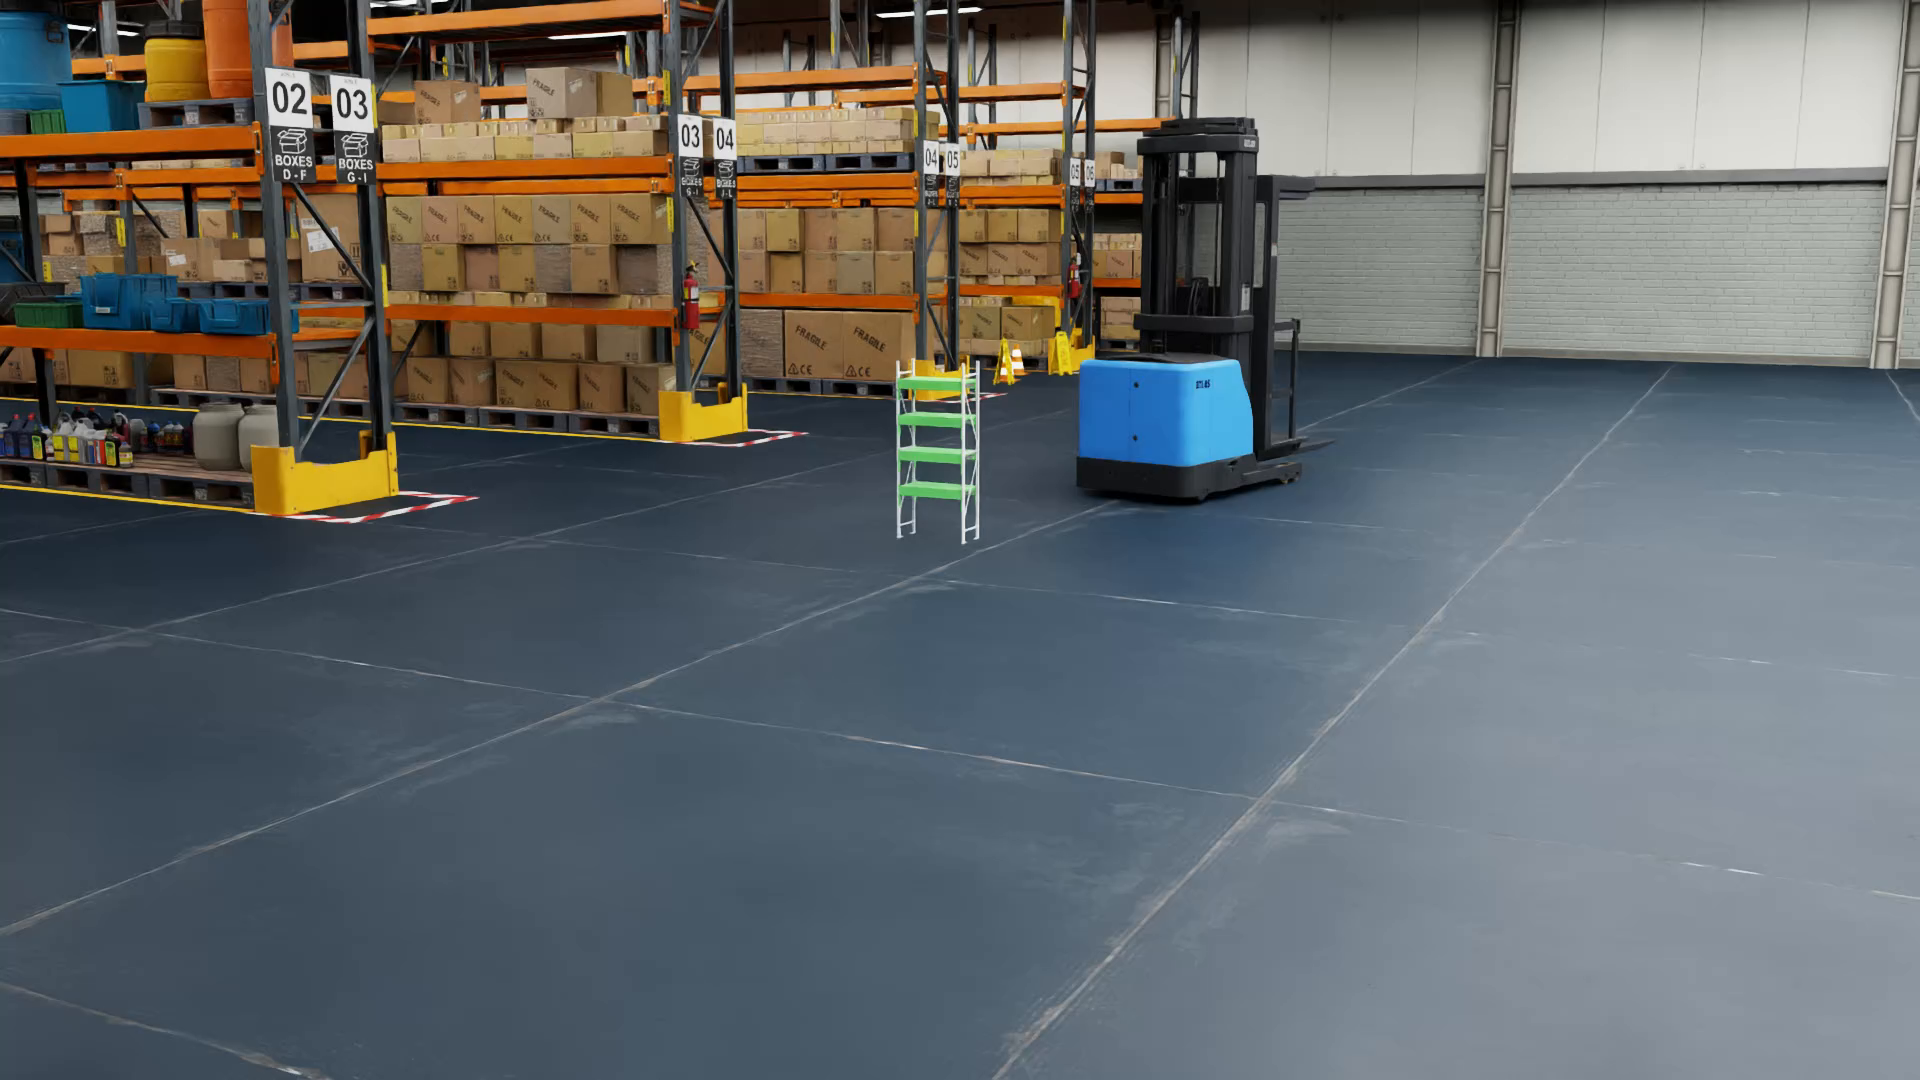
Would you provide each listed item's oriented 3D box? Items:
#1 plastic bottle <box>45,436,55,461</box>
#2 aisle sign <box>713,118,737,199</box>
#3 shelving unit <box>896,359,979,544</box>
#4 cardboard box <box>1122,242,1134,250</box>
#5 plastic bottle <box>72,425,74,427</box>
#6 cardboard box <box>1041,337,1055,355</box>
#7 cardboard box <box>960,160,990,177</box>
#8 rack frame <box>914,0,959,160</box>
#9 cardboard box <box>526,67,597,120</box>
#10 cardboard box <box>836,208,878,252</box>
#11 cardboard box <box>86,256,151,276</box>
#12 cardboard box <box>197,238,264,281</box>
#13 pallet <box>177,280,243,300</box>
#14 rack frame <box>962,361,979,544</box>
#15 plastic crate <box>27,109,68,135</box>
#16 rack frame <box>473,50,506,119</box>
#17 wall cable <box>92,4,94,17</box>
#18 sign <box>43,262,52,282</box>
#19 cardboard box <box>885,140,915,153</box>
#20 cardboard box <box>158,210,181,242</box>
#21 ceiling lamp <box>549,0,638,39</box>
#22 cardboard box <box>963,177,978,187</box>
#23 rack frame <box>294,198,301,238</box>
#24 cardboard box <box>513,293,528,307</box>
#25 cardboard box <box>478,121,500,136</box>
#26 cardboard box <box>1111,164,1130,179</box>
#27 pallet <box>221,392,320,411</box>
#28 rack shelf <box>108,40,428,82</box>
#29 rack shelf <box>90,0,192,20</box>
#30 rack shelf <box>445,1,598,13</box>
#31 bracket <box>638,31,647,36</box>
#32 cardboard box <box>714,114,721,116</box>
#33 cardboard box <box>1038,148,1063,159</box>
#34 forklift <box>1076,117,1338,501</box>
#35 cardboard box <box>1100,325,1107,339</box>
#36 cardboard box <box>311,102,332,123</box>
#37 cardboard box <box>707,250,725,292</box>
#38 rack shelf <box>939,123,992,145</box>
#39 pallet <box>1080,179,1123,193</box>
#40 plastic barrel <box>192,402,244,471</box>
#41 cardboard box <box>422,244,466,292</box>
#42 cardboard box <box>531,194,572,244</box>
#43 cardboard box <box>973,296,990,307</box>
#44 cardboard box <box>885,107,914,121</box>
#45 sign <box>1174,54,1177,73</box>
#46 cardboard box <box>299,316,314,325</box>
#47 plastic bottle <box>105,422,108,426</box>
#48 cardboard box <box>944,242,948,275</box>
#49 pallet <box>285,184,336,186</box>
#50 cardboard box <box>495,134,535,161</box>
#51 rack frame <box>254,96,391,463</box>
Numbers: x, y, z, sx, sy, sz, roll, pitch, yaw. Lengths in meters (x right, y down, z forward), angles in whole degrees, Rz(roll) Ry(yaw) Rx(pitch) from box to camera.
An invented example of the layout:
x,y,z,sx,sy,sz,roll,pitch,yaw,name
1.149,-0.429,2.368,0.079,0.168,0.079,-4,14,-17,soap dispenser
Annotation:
x,y,z,sx,sy,sz,roll,pitch,yaw,name
-7.400,-0.746,13.552,0.097,0.201,0.097,0,10,0,plastic bottle
-2.386,-3.875,16.921,0.004,0.787,0.394,5,11,26,aisle sign
-0.148,-0.603,11.195,0.503,1.200,0.258,5,11,26,shelving unit
3.121,-5.326,30.131,0.250,0.149,0.380,5,12,27,cardboard box
-7.219,-0.801,13.646,0.135,0.276,0.152,5,11,26,plastic bottle
1.210,-3.097,26.463,0.500,0.250,0.500,5,11,25,cardboard box
0.315,-5.762,25.806,0.500,0.250,0.500,5,12,27,cardboard box
-0.289,-6.289,20.714,0.127,3.000,1.000,5,11,26,rack frame
-4.076,-4.553,17.019,0.500,0.500,0.500,5,11,26,cardboard box
-1.138,-4.007,21.492,0.550,0.550,0.875,5,11,26,cardboard box
-10.301,-3.232,20.385,0.500,0.500,0.500,5,12,28,cardboard box
-8.702,-3.375,19.997,0.500,0.500,0.700,7,12,34,cardboard box
-9.062,-3.050,20.199,1.003,0.211,1.213,5,11,26,pallet
0.070,-0.584,11.089,0.015,1.200,0.240,5,11,26,rack frame
-7.058,-3.281,13.110,0.450,0.188,0.336,5,11,26,plastic crate
-10.345,-9.142,36.474,0.127,3.000,1.000,5,11,26,rack frame
-18.225,-11.832,32.806,0.029,3.000,2.355,5,11,26,wall cable
-8.099,-2.301,14.742,0.005,0.325,0.100,5,11,26,sign
-0.737,-4.918,20.802,0.250,0.149,0.380,5,11,26,cardboard box
-12.510,-5.047,26.770,0.500,0.500,0.500,5,12,27,cardboard box
-6.978,-11.282,31.908,2.000,3.185,0.800,5,11,26,ceiling lamp
0.231,-5.577,25.906,0.250,0.149,0.380,5,11,24,cardboard box
-12.538,-5.397,32.626,0.127,3.000,1.000,5,11,26,rack frame
-4.506,-2.551,17.610,0.250,0.149,0.380,5,11,26,cardboard box
-4.820,-4.295,17.419,0.250,0.149,0.380,5,11,25,cardboard box
2.899,-6.631,29.943,0.258,0.266,0.396,5,11,26,cardboard box
-7.958,-1.653,19.772,1.213,0.211,1.003,5,11,26,pallet
-7.955,-5.427,19.093,4.000,0.370,1.077,5,11,26,rack shelf
-12.844,-8.674,26.577,4.000,0.370,1.077,5,11,26,rack shelf
-7.157,-9.157,29.248,4.000,0.370,1.077,5,11,26,rack shelf
-6.768,-10.707,35.016,0.430,0.232,0.235,5,11,26,bracket
-3.016,-5.510,21.838,0.250,0.149,0.380,5,11,25,cardboard box
1.377,-5.860,25.231,0.250,0.149,0.380,5,11,26,cardboard box
2.221,-1.954,13.795,1.130,2.935,3.031,8,13,37,forklift
2.556,-3.851,30.626,0.500,0.250,0.500,5,11,26,cardboard box
-7.384,-4.729,19.044,0.637,0.503,0.797,6,12,28,cardboard box
-3.037,-3.660,22.606,0.550,0.550,0.875,5,11,26,cardboard box
-1.377,-7.803,32.220,4.000,0.370,1.077,5,11,26,rack shelf
2.283,-6.517,30.643,1.213,0.211,1.003,5,11,26,pallet
-5.839,-0.824,13.166,0.421,0.512,0.421,0,10,0,plastic barrel
-5.352,-2.974,18.122,0.500,0.500,0.875,5,11,26,cardboard box
-4.075,-3.323,17.244,0.500,0.500,0.500,5,11,26,cardboard box
0.394,-3.738,26.074,0.250,0.149,0.380,5,12,27,cardboard box
-0.741,-5.310,20.733,0.250,0.149,0.380,5,11,26,cardboard box
3.751,-8.294,28.945,0.005,0.325,0.100,5,11,26,sign
-10.026,-3.487,25.806,0.500,0.250,0.500,5,12,27,cardboard box
-7.311,-0.931,14.345,0.133,0.283,0.061,6,12,30,plastic bottle
-0.138,-4.453,26.298,0.500,0.500,0.500,5,11,26,cardboard box
-9.612,-5.520,25.410,1.003,0.211,1.213,5,11,26,pallet
-4.477,-4.072,17.307,0.500,0.250,0.500,5,11,25,cardboard box
-4.766,-1.762,12.544,0.127,3.000,1.000,5,11,26,rack frame
